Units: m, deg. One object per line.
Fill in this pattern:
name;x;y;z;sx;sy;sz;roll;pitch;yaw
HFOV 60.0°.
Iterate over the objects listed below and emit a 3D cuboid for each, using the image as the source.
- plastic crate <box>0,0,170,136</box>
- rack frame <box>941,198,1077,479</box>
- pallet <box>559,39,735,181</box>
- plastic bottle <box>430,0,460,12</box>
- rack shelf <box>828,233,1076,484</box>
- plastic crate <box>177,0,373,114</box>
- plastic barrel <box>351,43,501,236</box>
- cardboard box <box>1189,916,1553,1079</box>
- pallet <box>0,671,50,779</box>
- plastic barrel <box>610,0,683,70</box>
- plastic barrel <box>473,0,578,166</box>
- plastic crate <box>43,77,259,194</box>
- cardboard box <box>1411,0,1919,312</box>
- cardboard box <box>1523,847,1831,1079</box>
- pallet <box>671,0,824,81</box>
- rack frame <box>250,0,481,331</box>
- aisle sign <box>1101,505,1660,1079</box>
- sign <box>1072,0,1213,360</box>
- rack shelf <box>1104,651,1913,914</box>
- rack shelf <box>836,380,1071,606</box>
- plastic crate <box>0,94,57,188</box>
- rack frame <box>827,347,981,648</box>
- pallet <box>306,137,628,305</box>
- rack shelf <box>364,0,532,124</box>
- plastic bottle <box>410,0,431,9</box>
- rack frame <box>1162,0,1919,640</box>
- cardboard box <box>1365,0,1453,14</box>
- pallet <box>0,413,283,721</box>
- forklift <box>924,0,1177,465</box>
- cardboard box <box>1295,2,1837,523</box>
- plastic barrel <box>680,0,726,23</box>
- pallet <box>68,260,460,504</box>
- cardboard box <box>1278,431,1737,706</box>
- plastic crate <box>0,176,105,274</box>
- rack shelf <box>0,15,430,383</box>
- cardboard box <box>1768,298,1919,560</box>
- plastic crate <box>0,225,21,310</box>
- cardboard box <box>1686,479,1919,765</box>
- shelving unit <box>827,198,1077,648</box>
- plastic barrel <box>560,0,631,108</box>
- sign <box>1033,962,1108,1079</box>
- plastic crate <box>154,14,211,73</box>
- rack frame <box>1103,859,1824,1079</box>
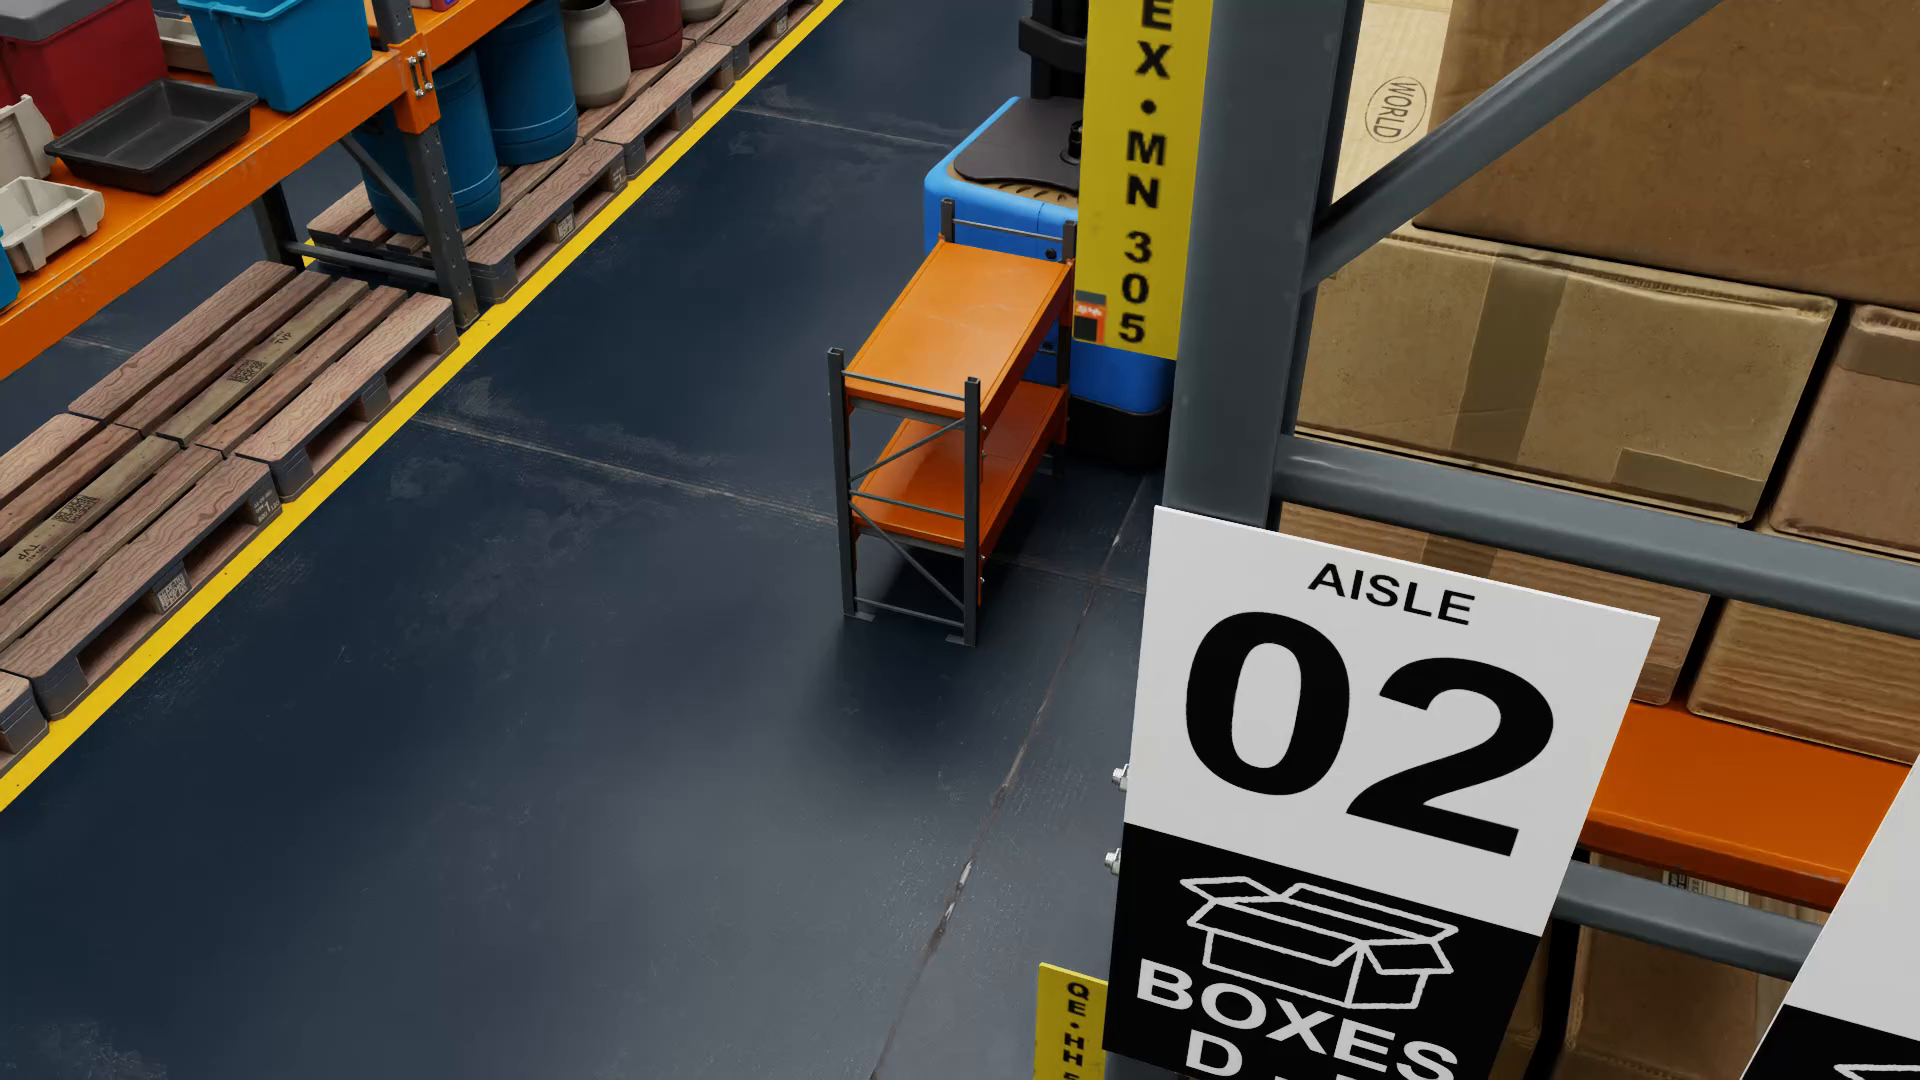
plastic crate;-3.171;-1.768;5.916;0.402;0.464;0.583;13;42;15
rack frame;0.172;-0.734;6.243;0.500;1.125;0.032;13;42;15
pallet;-1.911;-2.357;8.850;1.003;0.211;1.213;13;42;15
plastic bottle;-2.103;-2.295;6.718;0.061;0.283;0.133;13;42;15
rack shelf;-0.002;-0.646;5.690;0.538;0.278;1.000;13;42;15
plastic crate;-2.469;-1.866;6.093;0.392;0.384;0.575;13;42;15
plastic barrel;-2.428;-1.900;7.459;0.600;0.901;0.708;13;42;15
cardboard box;0.550;0.580;2.411;0.500;0.500;0.500;13;42;15
pallet;-3.679;0.796;5.154;1.003;0.211;1.213;13;42;15
plastic barrel;-1.799;-2.901;8.874;0.600;0.588;0.708;13;42;15
plastic barrel;-2.186;-2.331;7.965;0.600;0.901;0.708;13;42;15
plastic crate;-2.760;-1.386;5.729;0.437;0.125;0.590;13;42;15
cardboard box;0.816;-0.545;1.419;0.700;0.500;0.500;13;42;15
cardboard box;1.055;0.701;2.270;0.500;0.500;0.500;15;43;16
pallet;-1.492;-3.099;9.719;1.003;0.211;1.213;13;42;15
rack frame;-2.630;-2.210;6.529;1.000;3.000;0.127;13;42;15
aisle sign;0.345;0.316;1.566;0.394;0.787;0.004;13;42;15
sign;0.141;-0.282;1.276;0.100;0.325;0.005;13;42;15
rack shelf;1.340;-0.756;3.068;1.077;0.370;4.000;13;42;15
rack shelf;-0.002;-0.238;6.039;0.538;0.278;1.000;13;42;15
plastic crate;-3.325;-1.297;5.505;0.437;0.282;0.530;13;42;15
rack frame;-0.176;-0.114;5.517;0.500;1.125;0.032;13;42;15
pallet;-2.327;-1.611;7.975;1.003;0.211;1.213;13;42;15
rack shelf;-1.946;-3.156;8.193;1.077;0.370;4.000;13;42;15
plastic bottle;-2.191;-2.359;6.742;0.144;0.351;0.185;13;42;15
rack frame;0.656;-0.951;0.431;1.000;3.000;0.127;13;42;15
cardboard box;0.763;-0.618;2.082;0.500;0.250;0.500;13;42;15
pallet;-3.260;0.055;6.023;1.003;0.211;1.213;13;42;15
forklift;0.973;-2.357;6.755;1.130;2.935;3.031;19;44;20
cardboard box;0.592;-0.313;1.725;0.500;0.250;0.500;13;42;15
plastic barrel;-1.522;-3.197;9.279;0.421;0.512;0.421;0;40;0
pallet;-2.845;-0.692;6.899;1.003;0.211;1.213;13;42;15
cardboard box;0.584;-0.125;1.889;0.500;0.250;0.500;13;42;15
plastic crate;-2.943;-1.004;5.272;0.293;0.136;0.466;13;42;15
rack shelf;-3.314;-0.717;5.333;1.077;0.370;4.000;13;42;15
cardboard box;1.076;-0.199;1.591;0.500;0.250;0.500;13;42;15
plastic crate;-3.051;-0.793;4.951;0.416;0.233;0.300;13;42;15
cardboard box;1.071;-0.010;1.755;0.500;0.250;0.500;13;42;15
shelving unit;-0.002;-0.424;5.880;0.538;1.125;1.048;13;42;15
plastic barrel;-1.908;-2.508;8.472;0.421;0.512;0.421;0;40;0
sign;0.141;0.635;2.059;0.100;0.325;0.005;13;42;15
plastic crate;-2.923;-1.880;6.300;0.396;0.136;0.243;13;42;15
rack frame;0.656;1.331;2.378;1.000;3.000;0.127;13;42;15
